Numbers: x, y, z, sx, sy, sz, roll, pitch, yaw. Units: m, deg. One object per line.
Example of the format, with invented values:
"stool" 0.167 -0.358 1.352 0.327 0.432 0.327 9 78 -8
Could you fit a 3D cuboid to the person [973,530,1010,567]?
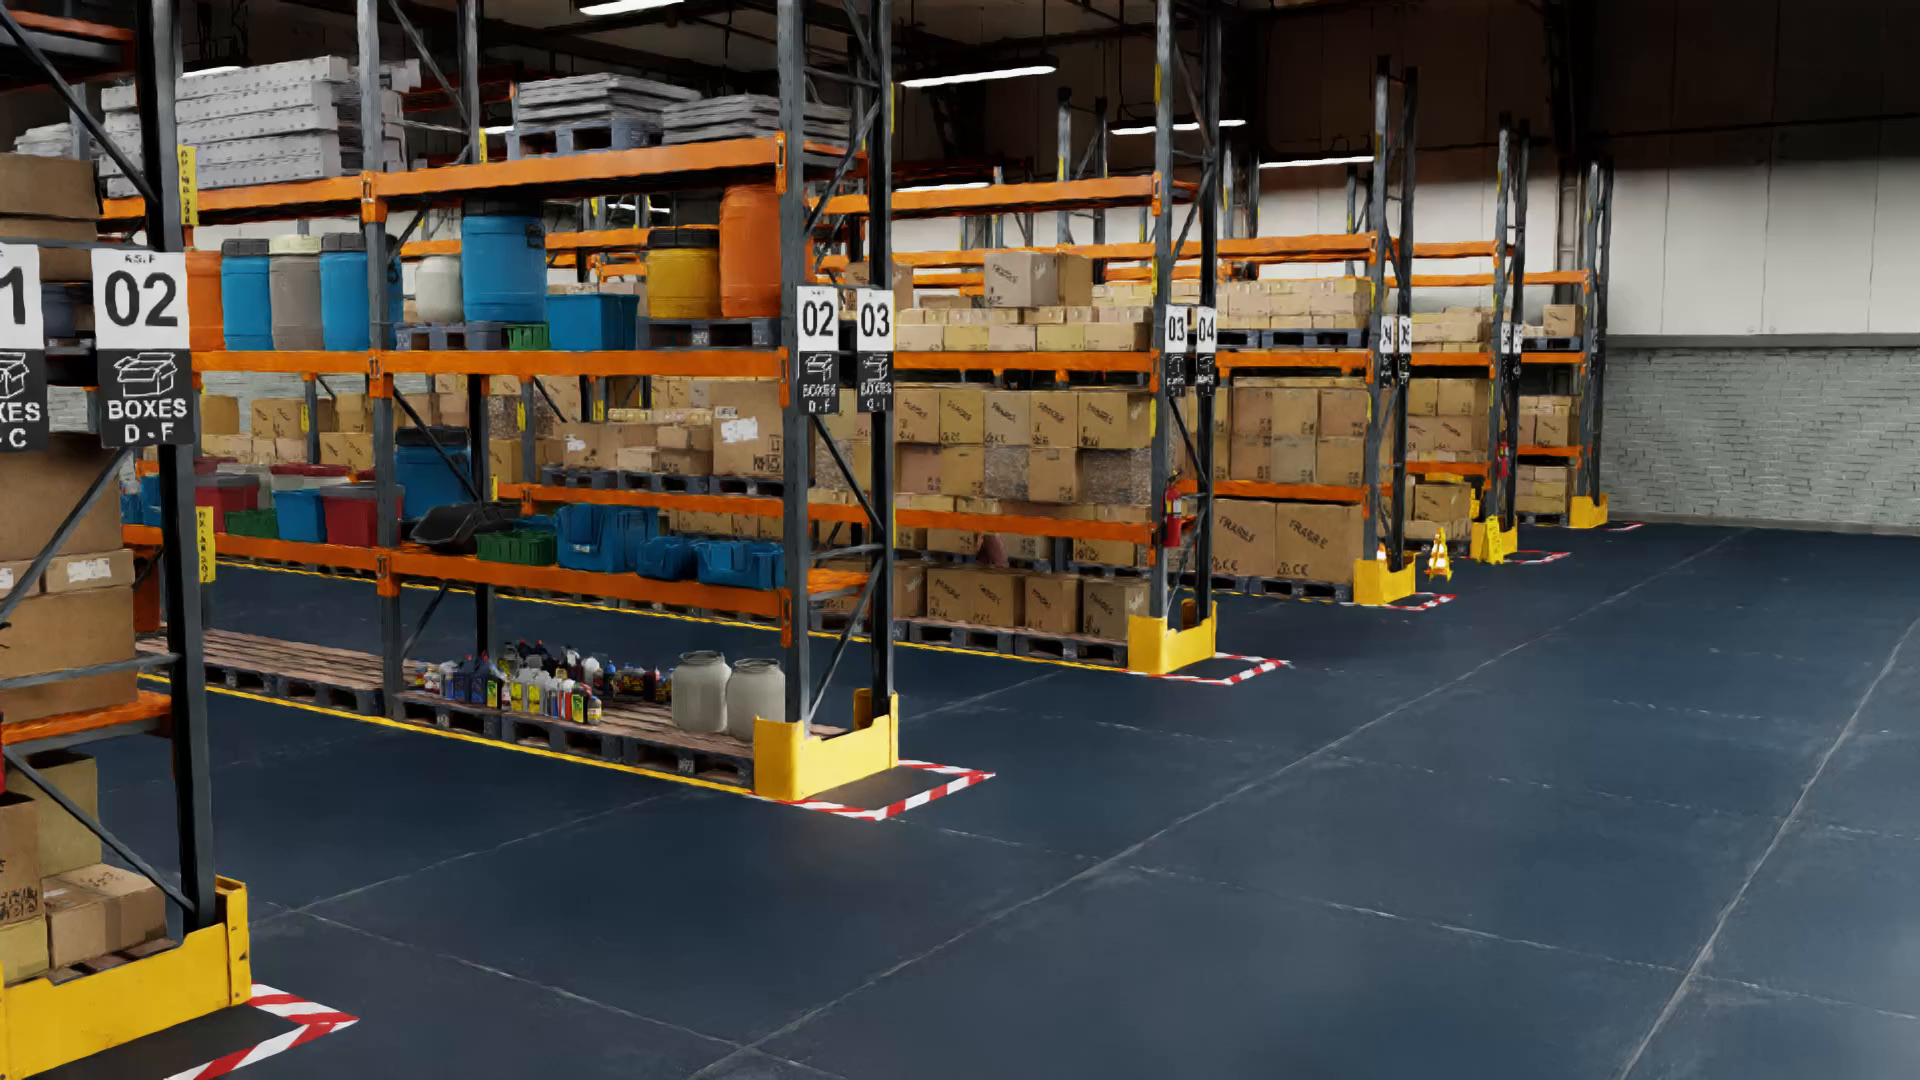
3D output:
"person" 0.295 -0.046 17.996 0.895 1.620 0.528 -2 7 -14
